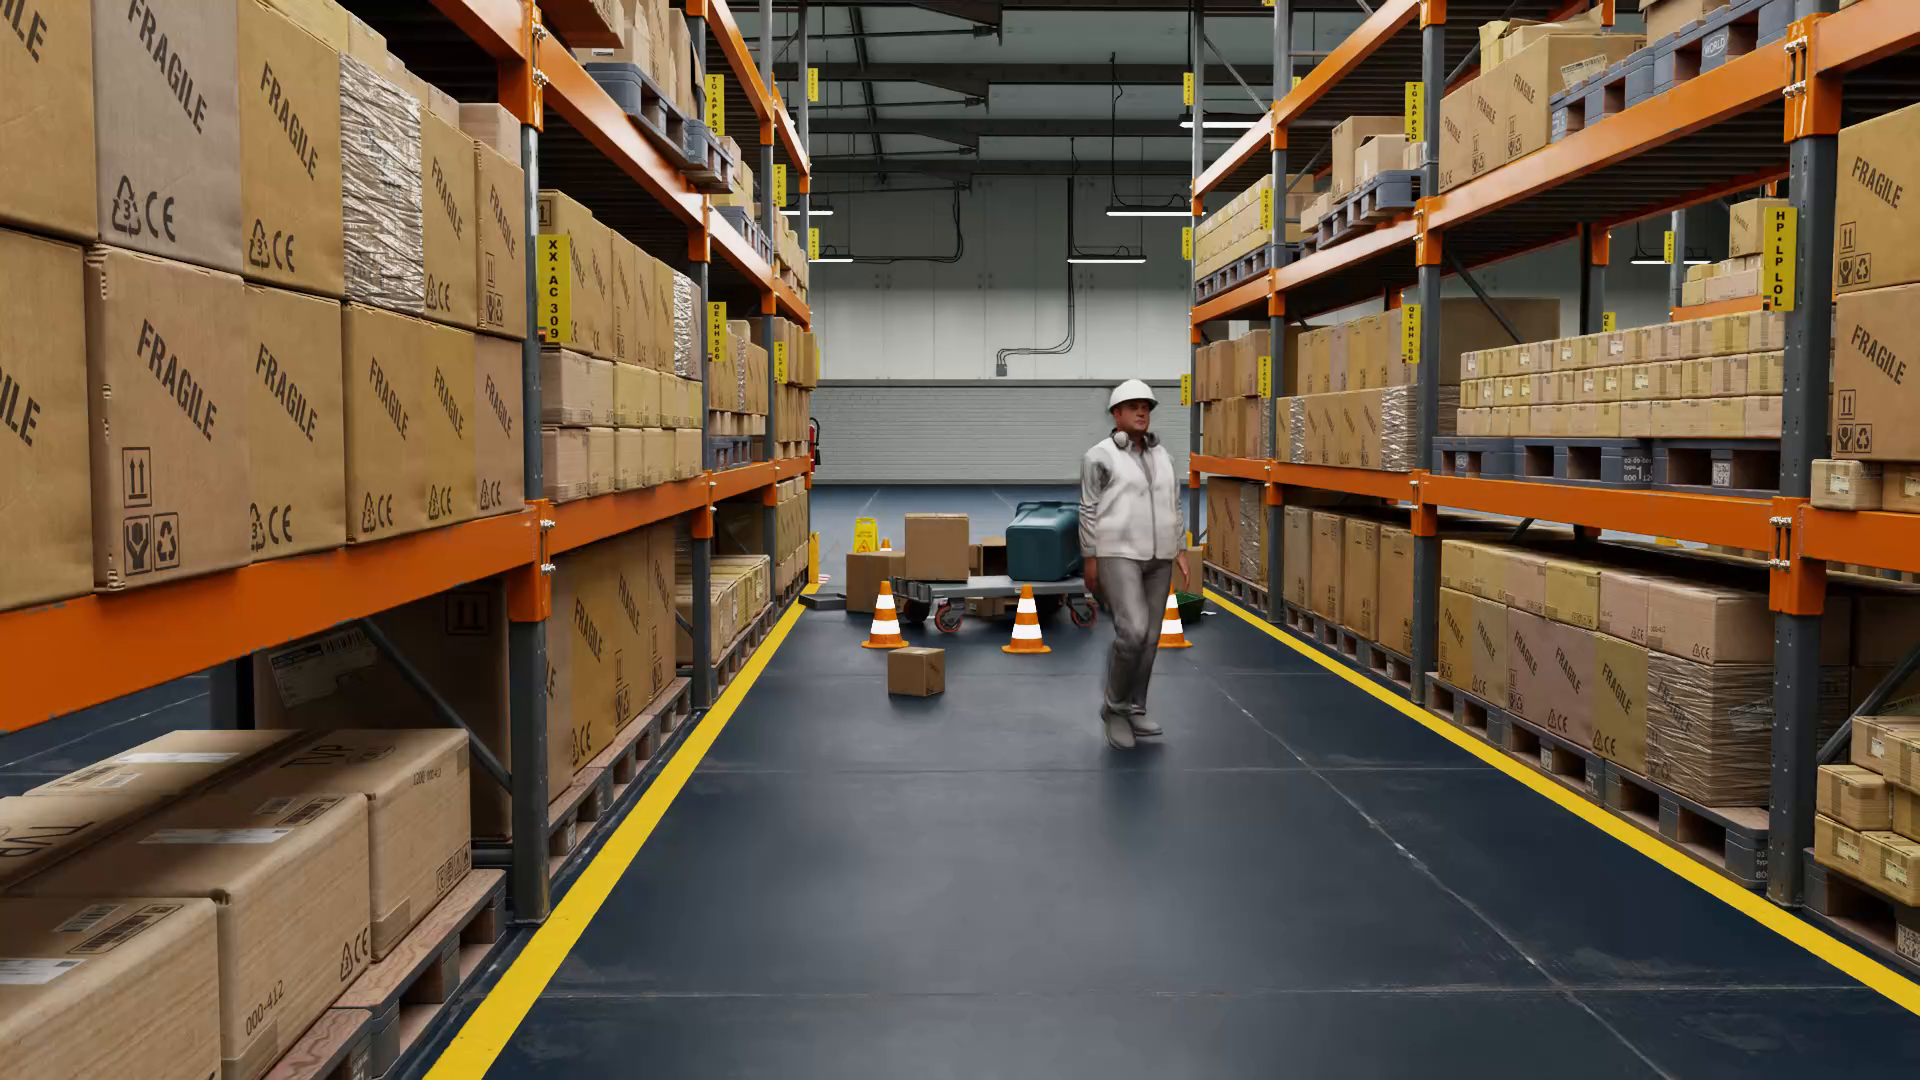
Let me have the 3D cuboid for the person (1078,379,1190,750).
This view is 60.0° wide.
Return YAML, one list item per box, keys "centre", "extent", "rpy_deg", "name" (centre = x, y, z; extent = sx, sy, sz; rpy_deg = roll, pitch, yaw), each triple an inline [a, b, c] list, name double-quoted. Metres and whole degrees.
- centre: [0.885, 0.120, 8.157]
  extent: [0.536, 1.809, 0.479]
  rpy_deg: [-2, 4, -29]
  name: "person"
